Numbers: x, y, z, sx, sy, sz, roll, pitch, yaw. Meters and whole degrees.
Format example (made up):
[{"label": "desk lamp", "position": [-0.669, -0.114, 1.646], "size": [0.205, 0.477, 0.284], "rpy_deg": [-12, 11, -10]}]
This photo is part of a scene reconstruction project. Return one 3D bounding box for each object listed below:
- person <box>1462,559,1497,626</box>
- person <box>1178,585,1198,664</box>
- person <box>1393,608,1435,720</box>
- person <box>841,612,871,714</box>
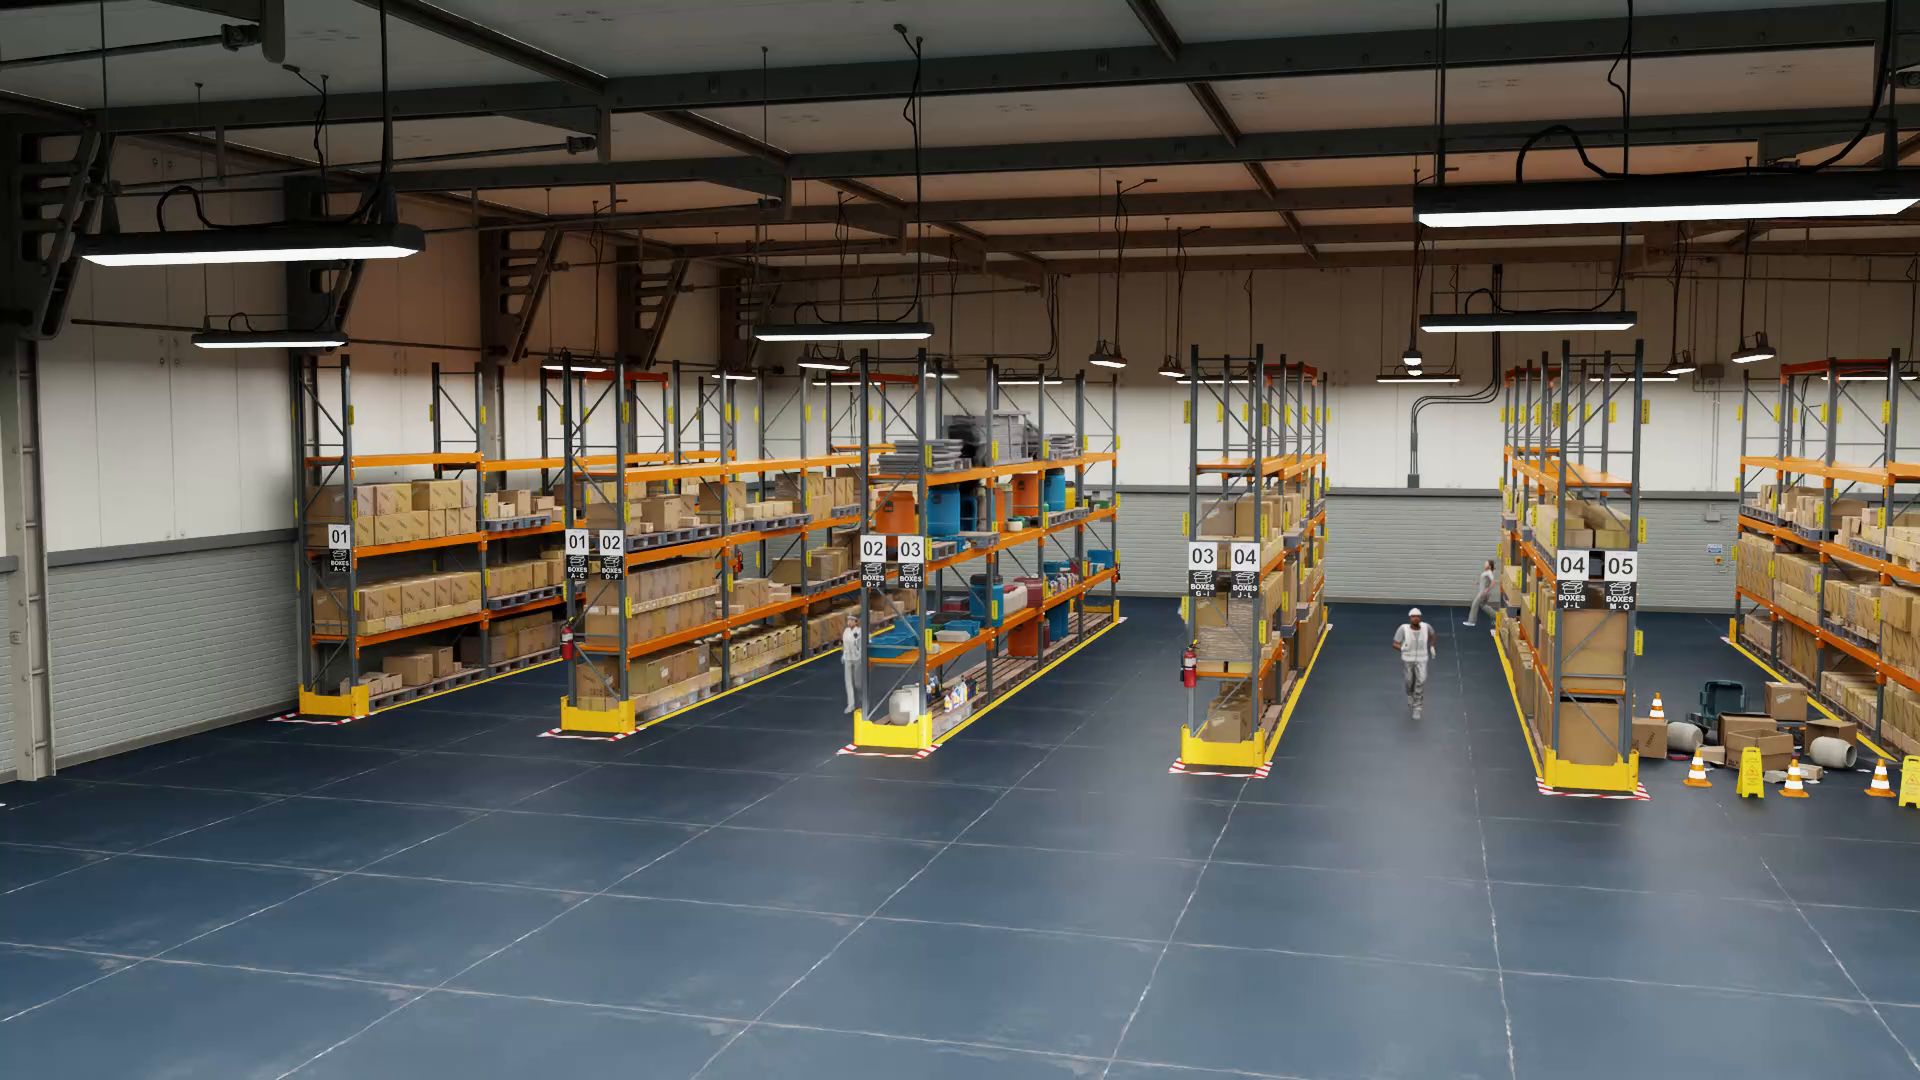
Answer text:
[{"label": "person", "position": [12.300, 1.242, 39.158], "size": [0.899, 1.611, 0.622], "rpy_deg": [2, 5, 22]}, {"label": "person", "position": [4.593, 1.696, 32.813], "size": [0.562, 1.715, 0.857], "rpy_deg": [1, 4, 16]}, {"label": "person", "position": [7.590, 2.046, 27.799], "size": [0.703, 1.829, 0.948], "rpy_deg": [1, 4, 7]}, {"label": "person", "position": [-1.768, 2.058, 28.219], "size": [0.611, 1.697, 0.751], "rpy_deg": [2, 5, 23]}]
